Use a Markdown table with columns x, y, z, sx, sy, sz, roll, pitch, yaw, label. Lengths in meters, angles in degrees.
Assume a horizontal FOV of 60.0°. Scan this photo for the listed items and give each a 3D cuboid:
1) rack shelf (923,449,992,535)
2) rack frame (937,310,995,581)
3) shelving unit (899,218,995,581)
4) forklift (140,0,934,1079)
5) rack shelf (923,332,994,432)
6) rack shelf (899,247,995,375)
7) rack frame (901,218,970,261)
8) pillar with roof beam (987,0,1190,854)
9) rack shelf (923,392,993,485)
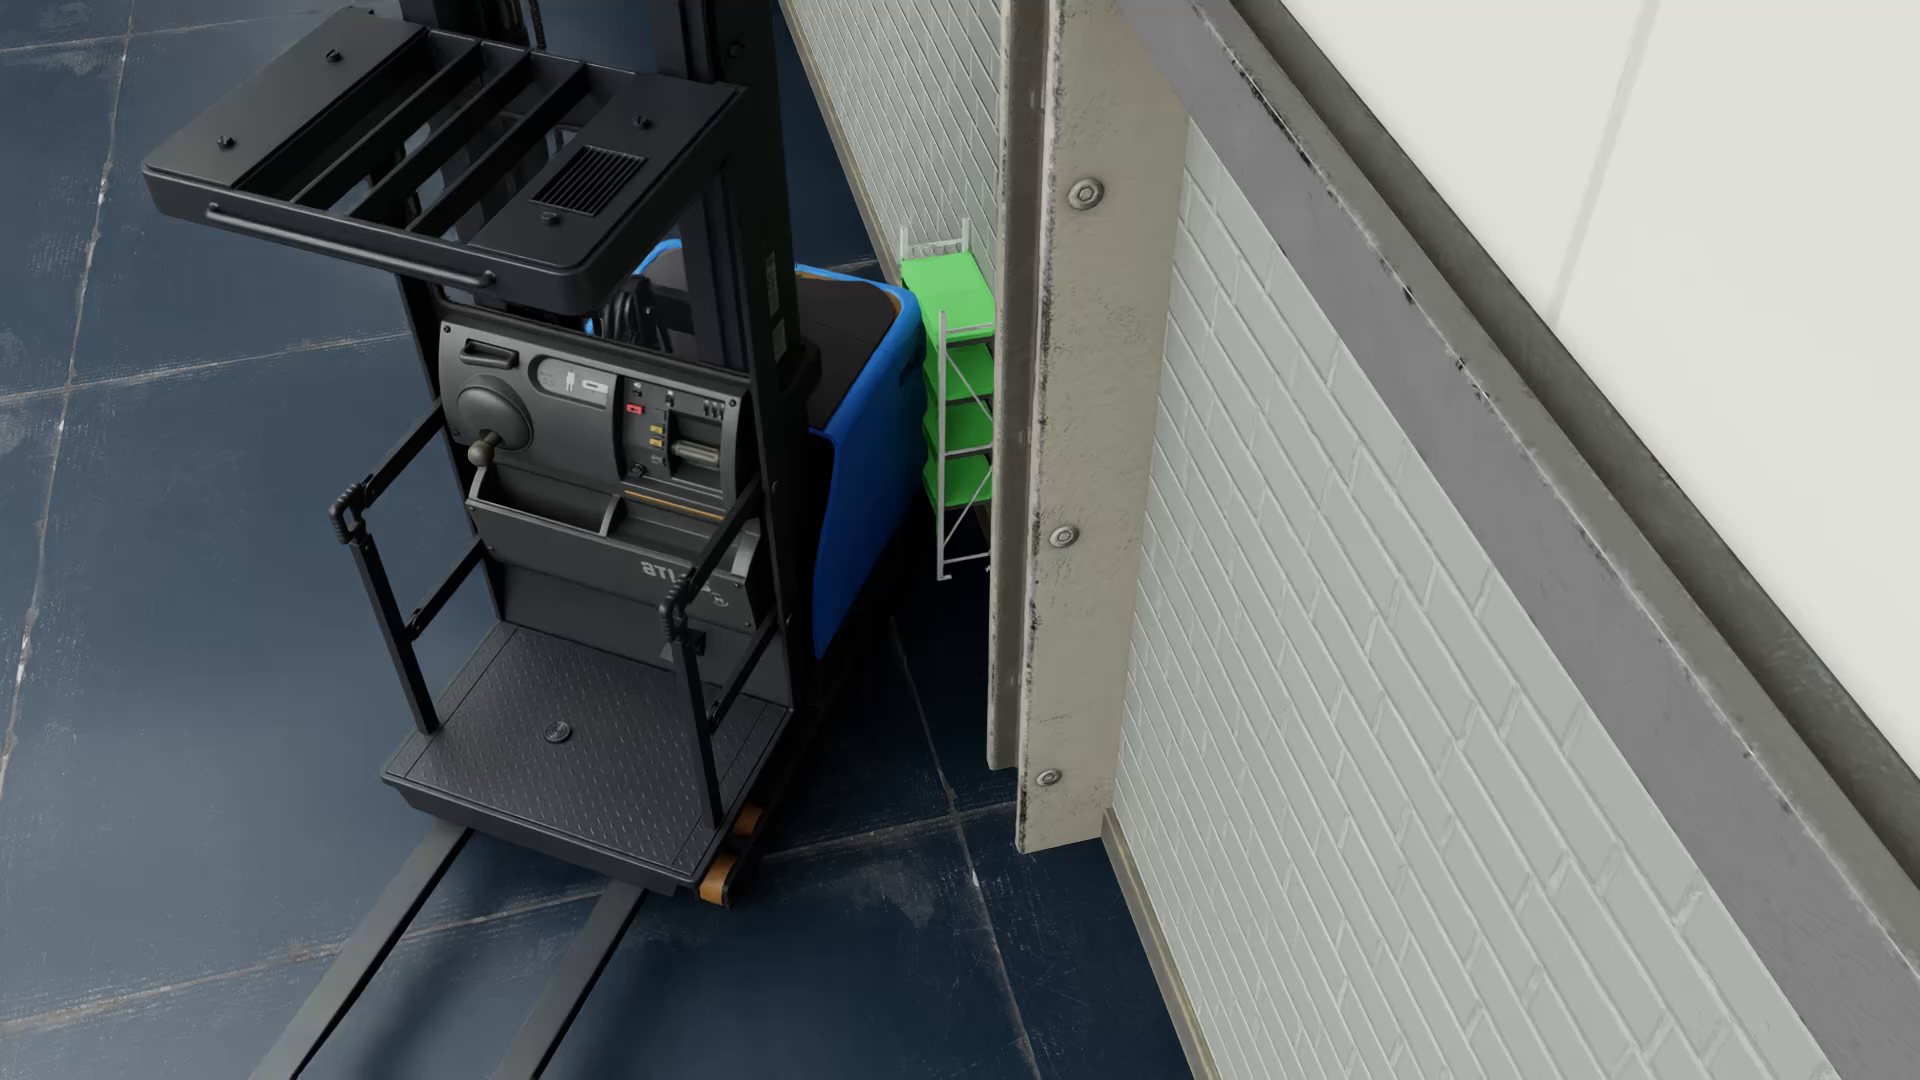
| x | y | z | sx | sy | sz | roll | pitch | yaw | label |
| --- | --- | --- | --- | --- | --- | --- | --- | --- | --- |
| -0.031 | -0.253 | 6.077 | 0.258 | 0.148 | 0.480 | -11 | 45 | -12 | rack shelf |
| 0.042 | -0.310 | 5.698 | 0.240 | 1.200 | 0.015 | -11 | 45 | -12 | rack frame |
| -0.026 | -0.473 | 5.866 | 0.258 | 1.200 | 0.503 | -11 | 45 | -12 | shelving unit |
| -1.096 | -0.242 | 4.435 | 1.130 | 2.935 | 3.031 | 15 | 48 | 14 | forklift |
| -0.023 | -0.600 | 5.745 | 0.258 | 0.148 | 0.480 | -11 | 45 | -12 | rack shelf |
| -0.019 | -0.773 | 5.579 | 0.258 | 0.148 | 0.480 | -11 | 45 | -12 | rack shelf |
| -0.093 | -0.636 | 6.035 | 0.240 | 1.200 | 0.015 | -11 | 45 | -12 | rack frame |
| -3.875 | -1.530 | 1.449 | 9.100 | 9.000 | 0.400 | -11 | 47 | -10 | pillar with roof beam |
| -0.027 | -0.427 | 5.911 | 0.258 | 0.148 | 0.480 | -11 | 45 | -12 | rack shelf |
